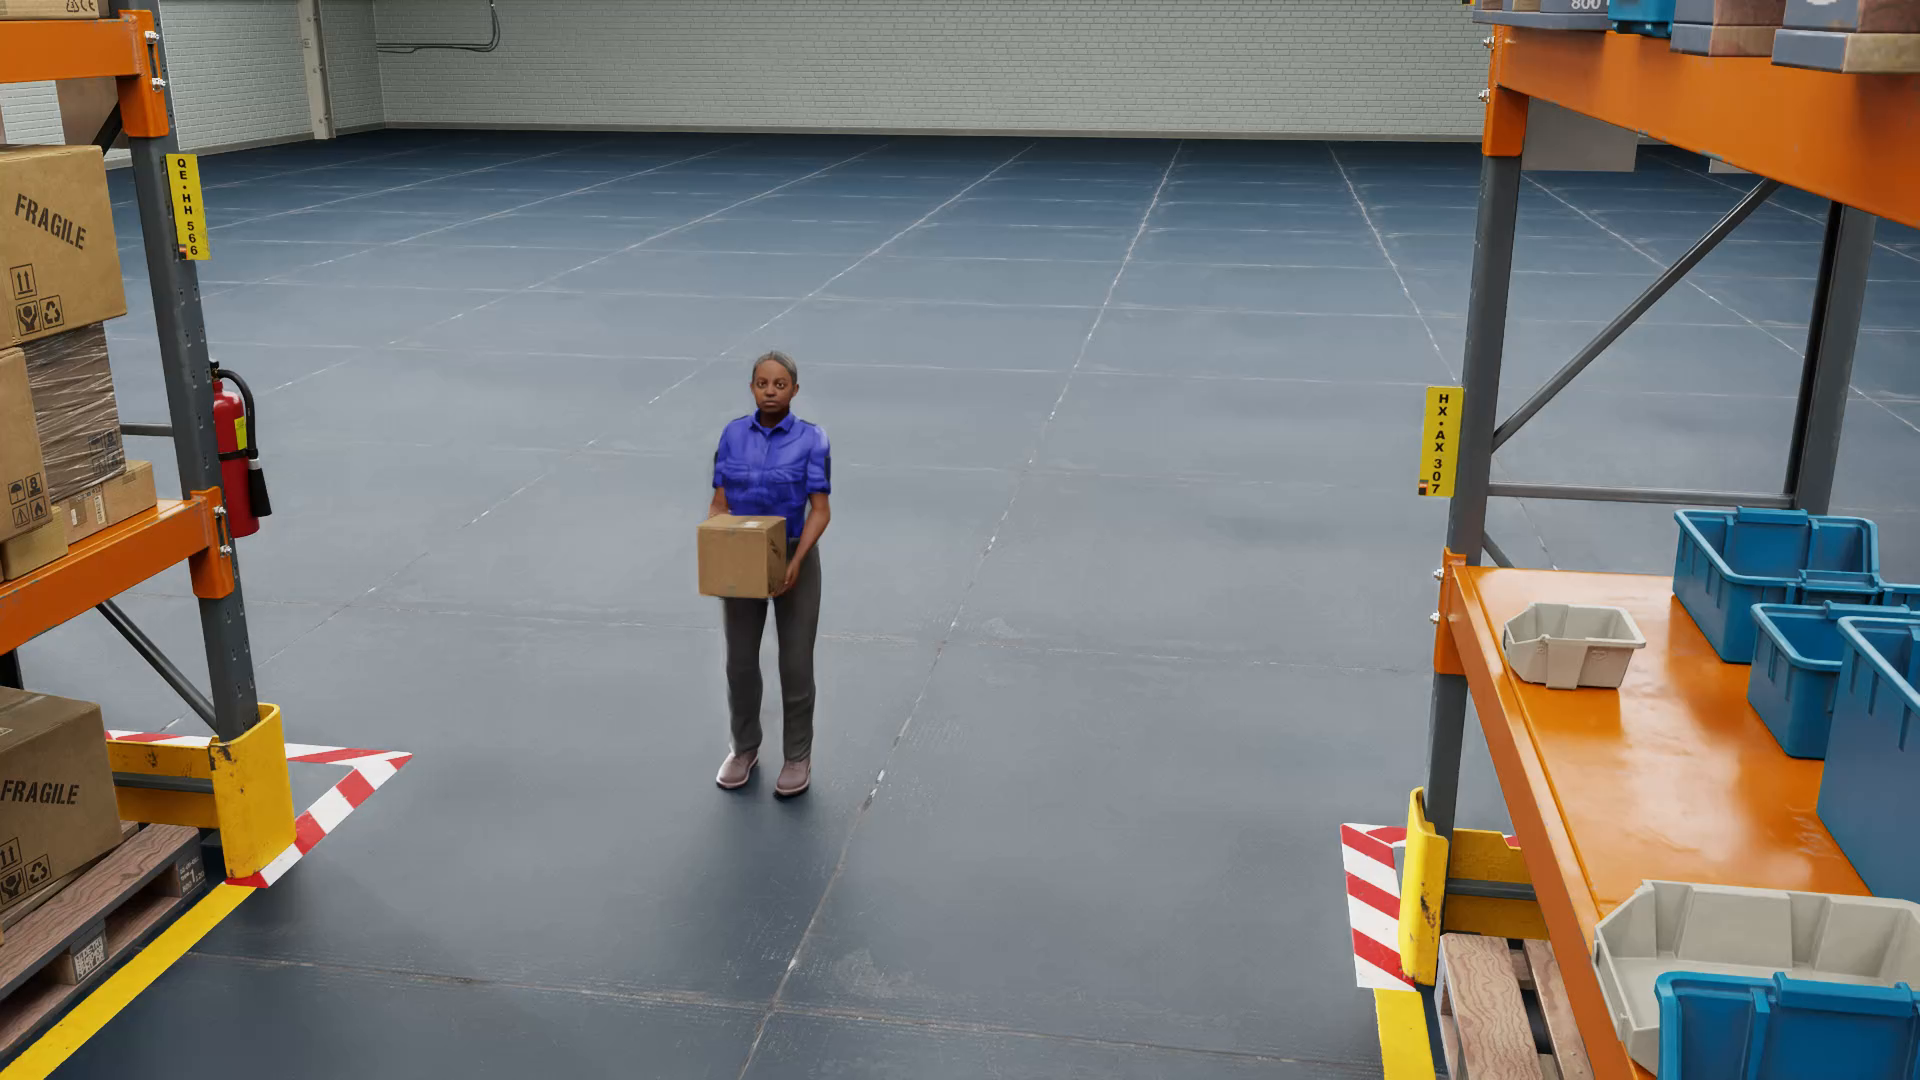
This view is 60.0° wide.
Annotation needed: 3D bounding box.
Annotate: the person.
[{"bbox_3d":[-0.705,0.145,6.119,0.458,1.653,0.510,2,18,7],"label":"person"}]
